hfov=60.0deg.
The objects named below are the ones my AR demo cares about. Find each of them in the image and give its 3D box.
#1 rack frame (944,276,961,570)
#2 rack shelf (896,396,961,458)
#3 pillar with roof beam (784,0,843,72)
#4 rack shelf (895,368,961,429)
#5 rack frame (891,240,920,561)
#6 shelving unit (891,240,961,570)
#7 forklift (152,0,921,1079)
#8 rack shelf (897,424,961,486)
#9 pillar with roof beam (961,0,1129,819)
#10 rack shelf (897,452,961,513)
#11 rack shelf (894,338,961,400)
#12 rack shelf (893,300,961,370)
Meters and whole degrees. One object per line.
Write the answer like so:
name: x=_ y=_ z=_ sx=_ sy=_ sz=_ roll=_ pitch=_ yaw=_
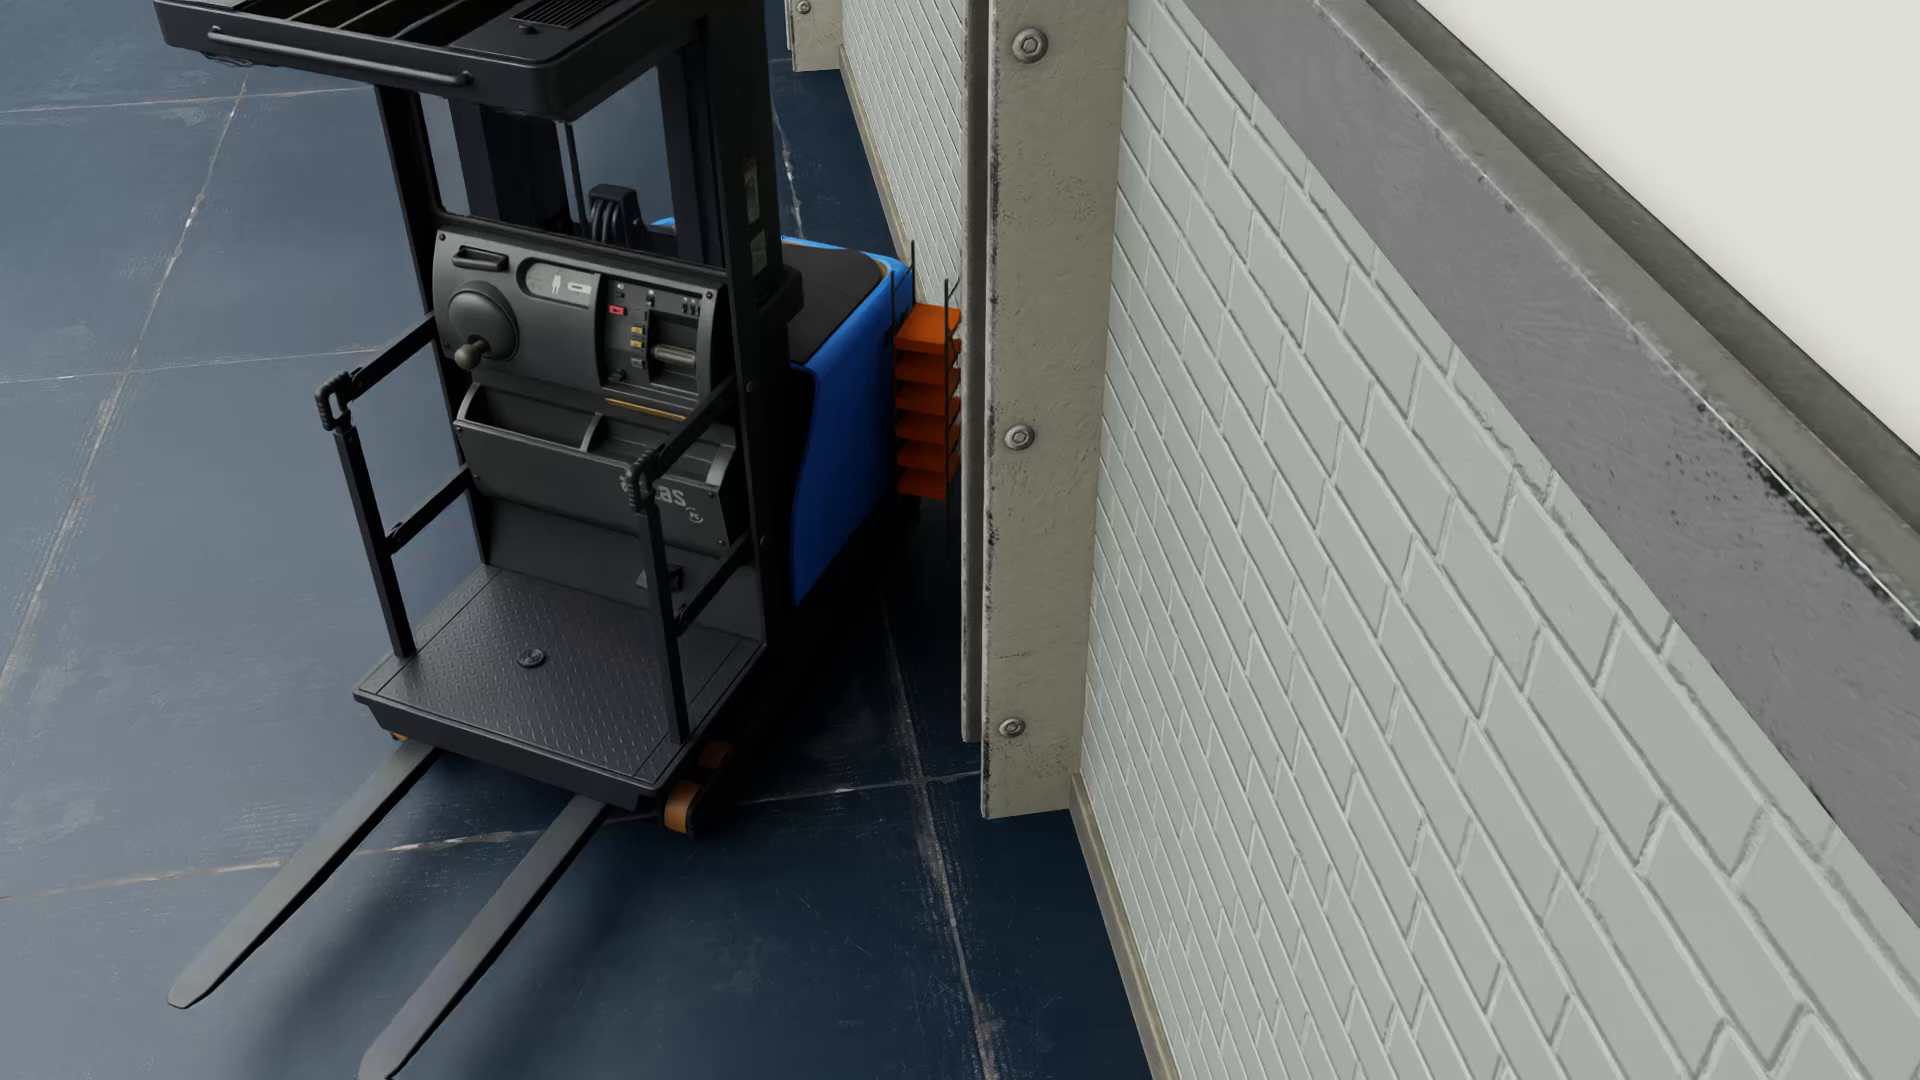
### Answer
rack frame: x=-0.014 y=-0.434 z=5.830 sx=0.006 sy=1.200 sz=0.240 roll=10 pitch=39 yaw=13
rack shelf: x=-0.102 y=-0.415 z=5.878 sx=0.180 sy=0.103 sz=0.258 roll=10 pitch=39 yaw=13
pillar with roof beam: x=-5.101 y=-5.988 z=6.622 sx=9.100 sy=9.000 sz=0.400 roll=-6 pitch=38 yaw=-8
rack shelf: x=-0.102 y=-0.509 z=5.805 sx=0.180 sy=0.103 sz=0.258 roll=10 pitch=39 yaw=13
rack frame: x=-0.189 y=-0.466 z=5.871 sx=0.006 sy=1.200 sz=0.240 roll=10 pitch=39 yaw=13
shelving unit: x=-0.102 y=-0.450 z=5.851 sx=0.189 sy=1.200 sz=0.258 roll=10 pitch=39 yaw=13
forklift: x=-1.181 y=-0.556 z=4.576 sx=1.130 sy=2.935 sz=3.031 roll=14 pitch=40 yaw=18
rack shelf: x=-0.102 y=-0.320 z=5.952 sx=0.180 sy=0.103 sz=0.258 roll=10 pitch=39 yaw=13
pillar with roof beam: x=-4.049 y=-2.364 z=1.957 sx=9.100 sy=9.000 sz=0.400 roll=-6 pitch=38 yaw=-8
rack shelf: x=-0.102 y=-0.225 z=6.025 sx=0.180 sy=0.103 sz=0.258 roll=10 pitch=39 yaw=13
rack shelf: x=-0.102 y=-0.604 z=5.731 sx=0.180 sy=0.103 sz=0.258 roll=10 pitch=39 yaw=13
rack shelf: x=-0.102 y=-0.699 z=5.657 sx=0.180 sy=0.103 sz=0.258 roll=10 pitch=39 yaw=13
